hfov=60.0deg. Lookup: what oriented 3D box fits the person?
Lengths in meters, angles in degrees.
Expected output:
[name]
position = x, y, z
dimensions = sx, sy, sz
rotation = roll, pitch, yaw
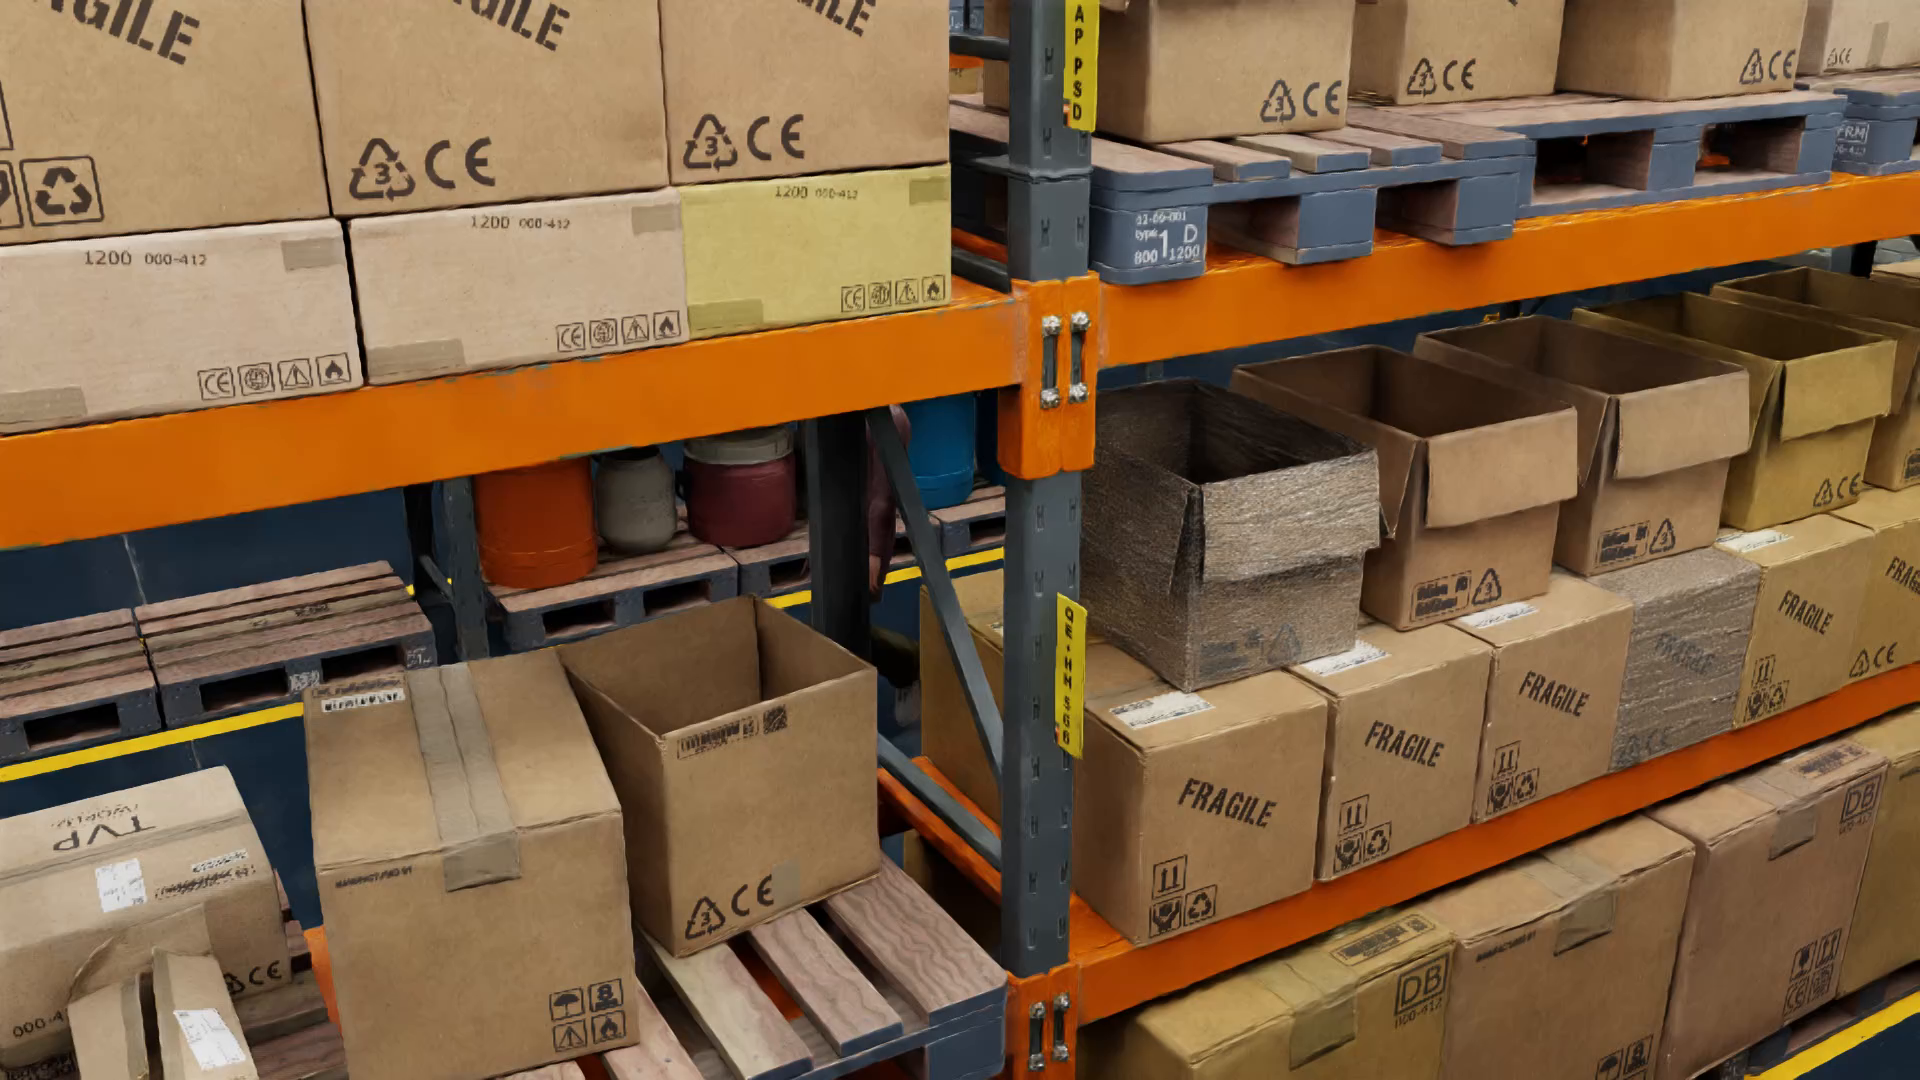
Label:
[person]
position = -0.476, -0.002, 7.114
dimensions = 0.725, 1.772, 0.617
rotation = -8, 23, -20
